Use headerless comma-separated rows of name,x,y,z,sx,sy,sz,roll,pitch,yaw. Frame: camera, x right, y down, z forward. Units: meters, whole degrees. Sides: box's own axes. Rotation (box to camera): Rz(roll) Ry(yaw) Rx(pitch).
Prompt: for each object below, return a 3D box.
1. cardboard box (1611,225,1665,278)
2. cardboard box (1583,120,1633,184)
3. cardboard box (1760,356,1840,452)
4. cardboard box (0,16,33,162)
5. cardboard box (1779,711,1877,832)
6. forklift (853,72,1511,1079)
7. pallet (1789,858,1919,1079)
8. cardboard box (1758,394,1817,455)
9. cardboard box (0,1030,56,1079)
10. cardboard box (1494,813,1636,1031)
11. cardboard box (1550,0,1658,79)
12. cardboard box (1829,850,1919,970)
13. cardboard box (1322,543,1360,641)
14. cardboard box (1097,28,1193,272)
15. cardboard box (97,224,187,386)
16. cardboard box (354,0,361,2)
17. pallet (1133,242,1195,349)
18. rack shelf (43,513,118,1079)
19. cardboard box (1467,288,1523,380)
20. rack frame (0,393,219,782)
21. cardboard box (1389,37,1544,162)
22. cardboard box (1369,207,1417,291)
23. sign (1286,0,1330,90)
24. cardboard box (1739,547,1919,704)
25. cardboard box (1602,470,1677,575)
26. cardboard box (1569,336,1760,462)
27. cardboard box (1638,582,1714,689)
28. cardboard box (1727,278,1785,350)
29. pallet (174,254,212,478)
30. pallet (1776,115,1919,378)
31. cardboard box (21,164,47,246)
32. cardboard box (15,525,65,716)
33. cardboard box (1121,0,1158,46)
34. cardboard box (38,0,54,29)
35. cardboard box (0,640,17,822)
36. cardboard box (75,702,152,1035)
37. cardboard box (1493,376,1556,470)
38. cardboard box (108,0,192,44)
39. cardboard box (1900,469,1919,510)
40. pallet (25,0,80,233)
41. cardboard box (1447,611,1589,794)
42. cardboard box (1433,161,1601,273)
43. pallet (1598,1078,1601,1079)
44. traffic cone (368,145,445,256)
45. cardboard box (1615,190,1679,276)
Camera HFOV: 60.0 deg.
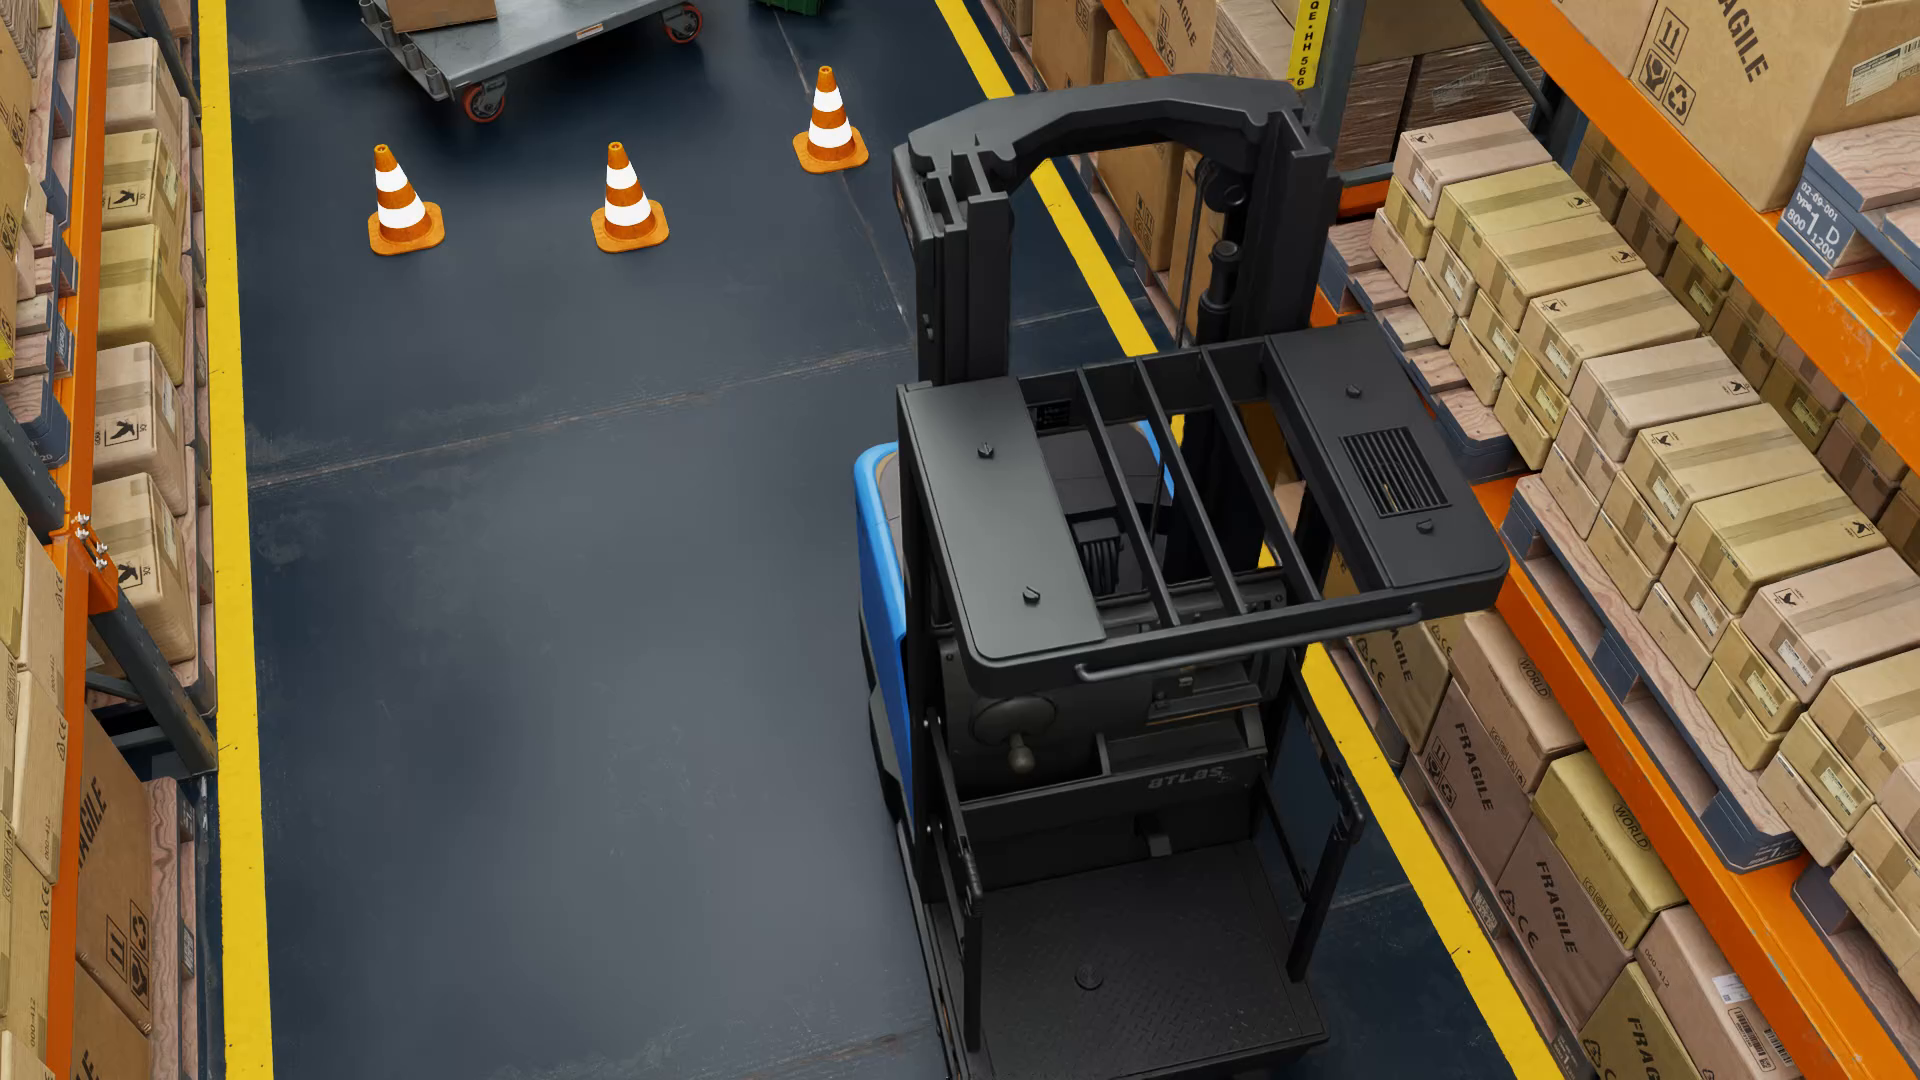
cardboard box,2.252,-0.893,5.220,0.380,0.149,0.250,-13,51,-11
cardboard box,2.178,-1.268,5.147,0.380,0.149,0.250,-15,52,-12
cardboard box,2.482,-0.417,4.625,0.380,0.149,0.250,-14,51,-11
cardboard box,-3.340,-1.493,5.302,0.500,0.500,0.500,-13,51,-10
cardboard box,2.161,0.486,3.863,0.380,0.149,0.250,-16,52,-13
forklift,0.458,0.470,4.227,1.130,2.935,3.031,-10,51,-8
pallet,2.691,1.116,3.762,1.003,0.211,1.213,-13,51,-11
cardboard box,2.480,-0.326,4.742,0.380,0.149,0.250,-15,52,-13
cardboard box,-2.228,1.383,3.510,0.500,0.250,0.500,-14,51,-12
cardboard box,2.020,1.082,5.026,0.500,0.500,0.500,-14,51,-12
cardboard box,1.665,-1.434,3.760,0.500,0.500,0.500,-13,51,-11
cardboard box,2.248,0.790,3.801,0.380,0.149,0.250,-16,52,-13
cardboard box,1.561,-0.032,5.965,0.500,0.500,0.500,-15,52,-13
cardboard box,1.239,-1.789,7.283,1.050,0.750,0.750,-13,51,-10
cardboard box,-3.706,-0.879,6.763,0.950,0.372,0.625,-12,51,-10
cardboard box,-3.304,-3.290,8.985,0.500,0.500,0.500,18,52,14
pallet,1.434,-0.970,7.220,1.003,0.211,1.213,-13,51,-11
rack shelf,-2.512,1.609,3.692,1.077,0.370,4.000,-13,51,-11
cardboard box,1.711,-0.636,4.809,0.380,0.149,0.250,-15,51,-12
rack frame,-3.104,-0.083,4.648,1.000,3.000,0.127,-13,51,-11
cardboard box,1.720,-1.697,5.943,0.500,0.500,0.500,-13,51,-11
cardboard box,1.535,-0.958,5.275,0.380,0.149,0.250,-14,51,-11
sign,1.066,-1.522,5.103,0.100,0.325,0.005,-13,51,-11
cardboard box,2.088,0.198,3.911,0.380,0.149,0.250,-15,52,-13
cardboard box,1.928,-0.088,4.347,0.380,0.149,0.250,-14,51,-11
cardboard box,1.857,-0.374,4.394,0.380,0.149,0.250,-11,51,-9
cardboard box,2.004,0.200,4.299,0.380,0.149,0.250,-15,51,-12
cardboard box,2.410,-0.699,4.667,0.380,0.149,0.250,-12,51,-10
pallet,-3.690,-0.645,6.945,1.003,0.211,1.213,-13,51,-11
pallet,2.388,-0.493,3.154,1.213,0.211,1.003,-13,51,-11
cardboard box,-3.172,-1.047,5.350,0.380,0.149,0.250,-13,51,-11
cardboard box,-2.706,0.276,4.443,0.500,0.250,0.500,-15,51,-12
cardboard box,0.911,-2.306,6.457,0.500,0.500,0.500,-14,51,-12
cardboard box,-3.583,-1.997,6.151,0.380,0.149,0.250,-13,51,-11
cardboard box,-2.562,0.474,3.949,0.500,0.250,0.500,-14,51,-12
cardboard box,-2.979,0.990,4.859,0.875,0.875,0.875,-14,51,-11
cardboard box,1.775,-0.368,4.778,0.380,0.149,0.250,-11,51,-9
cardboard box,-4.203,-2.746,8.416,0.500,0.250,0.500,-15,52,-13
cardboard box,2.634,-0.133,4.190,0.380,0.149,0.250,-12,51,-10
pallet,-3.728,-1.458,5.932,1.003,0.211,1.213,-13,51,-11
cardboard box,1.852,0.445,5.072,0.500,0.250,0.500,-13,51,-11
cardboard box,1.629,-0.945,4.875,0.380,0.149,0.250,-15,51,-12
pallet,2.546,1.976,4.736,1.003,0.211,1.213,-13,51,-11
traffic cone,-2.582,-1.598,7.584,0.336,0.463,0.334,-13,51,-11
cardboard box,2.257,-0.974,5.094,0.380,0.149,0.250,-12,51,-10
